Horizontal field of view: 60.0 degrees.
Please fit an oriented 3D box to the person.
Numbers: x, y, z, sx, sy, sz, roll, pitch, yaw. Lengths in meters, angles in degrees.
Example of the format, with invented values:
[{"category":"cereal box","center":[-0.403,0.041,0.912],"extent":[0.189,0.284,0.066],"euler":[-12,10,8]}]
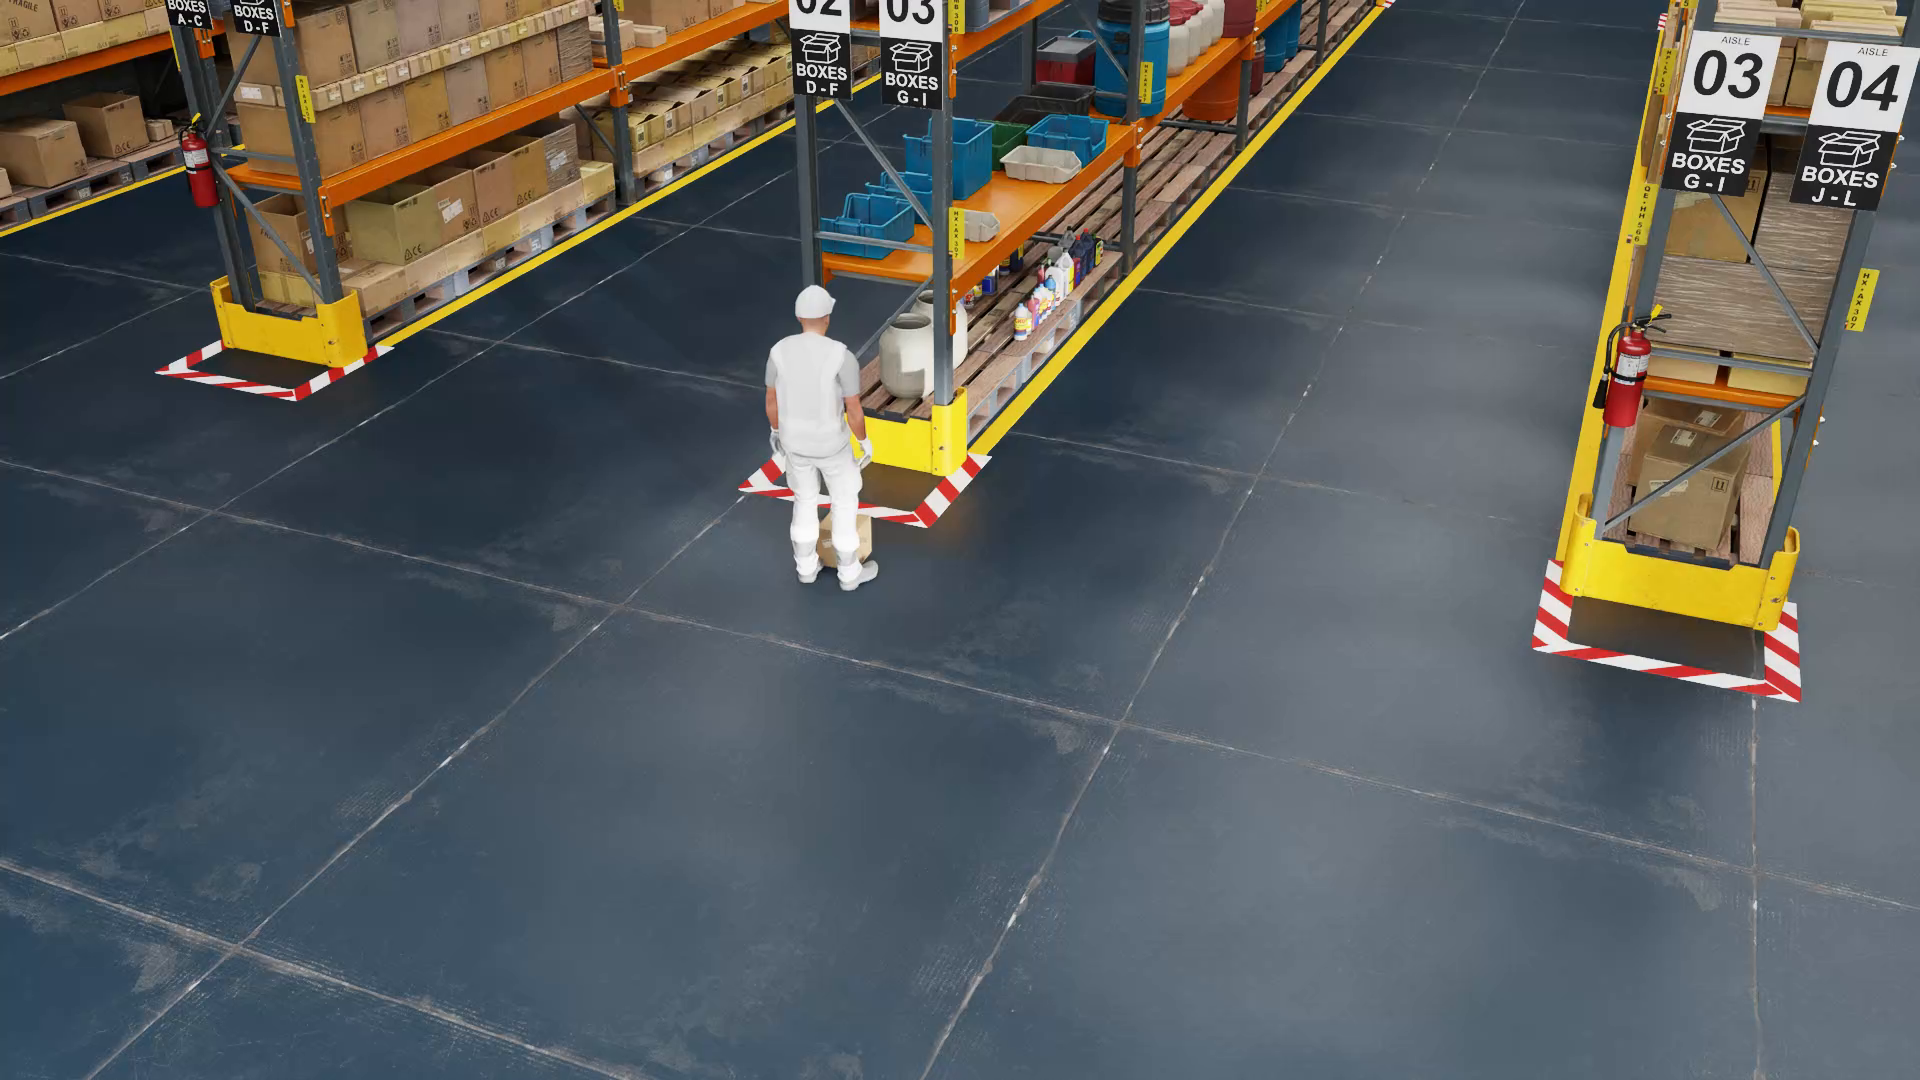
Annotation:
[{"category":"person","center":[-0.794,-0.566,9.390],"extent":[0.622,1.781,0.445],"euler":[10,31,17]}]
